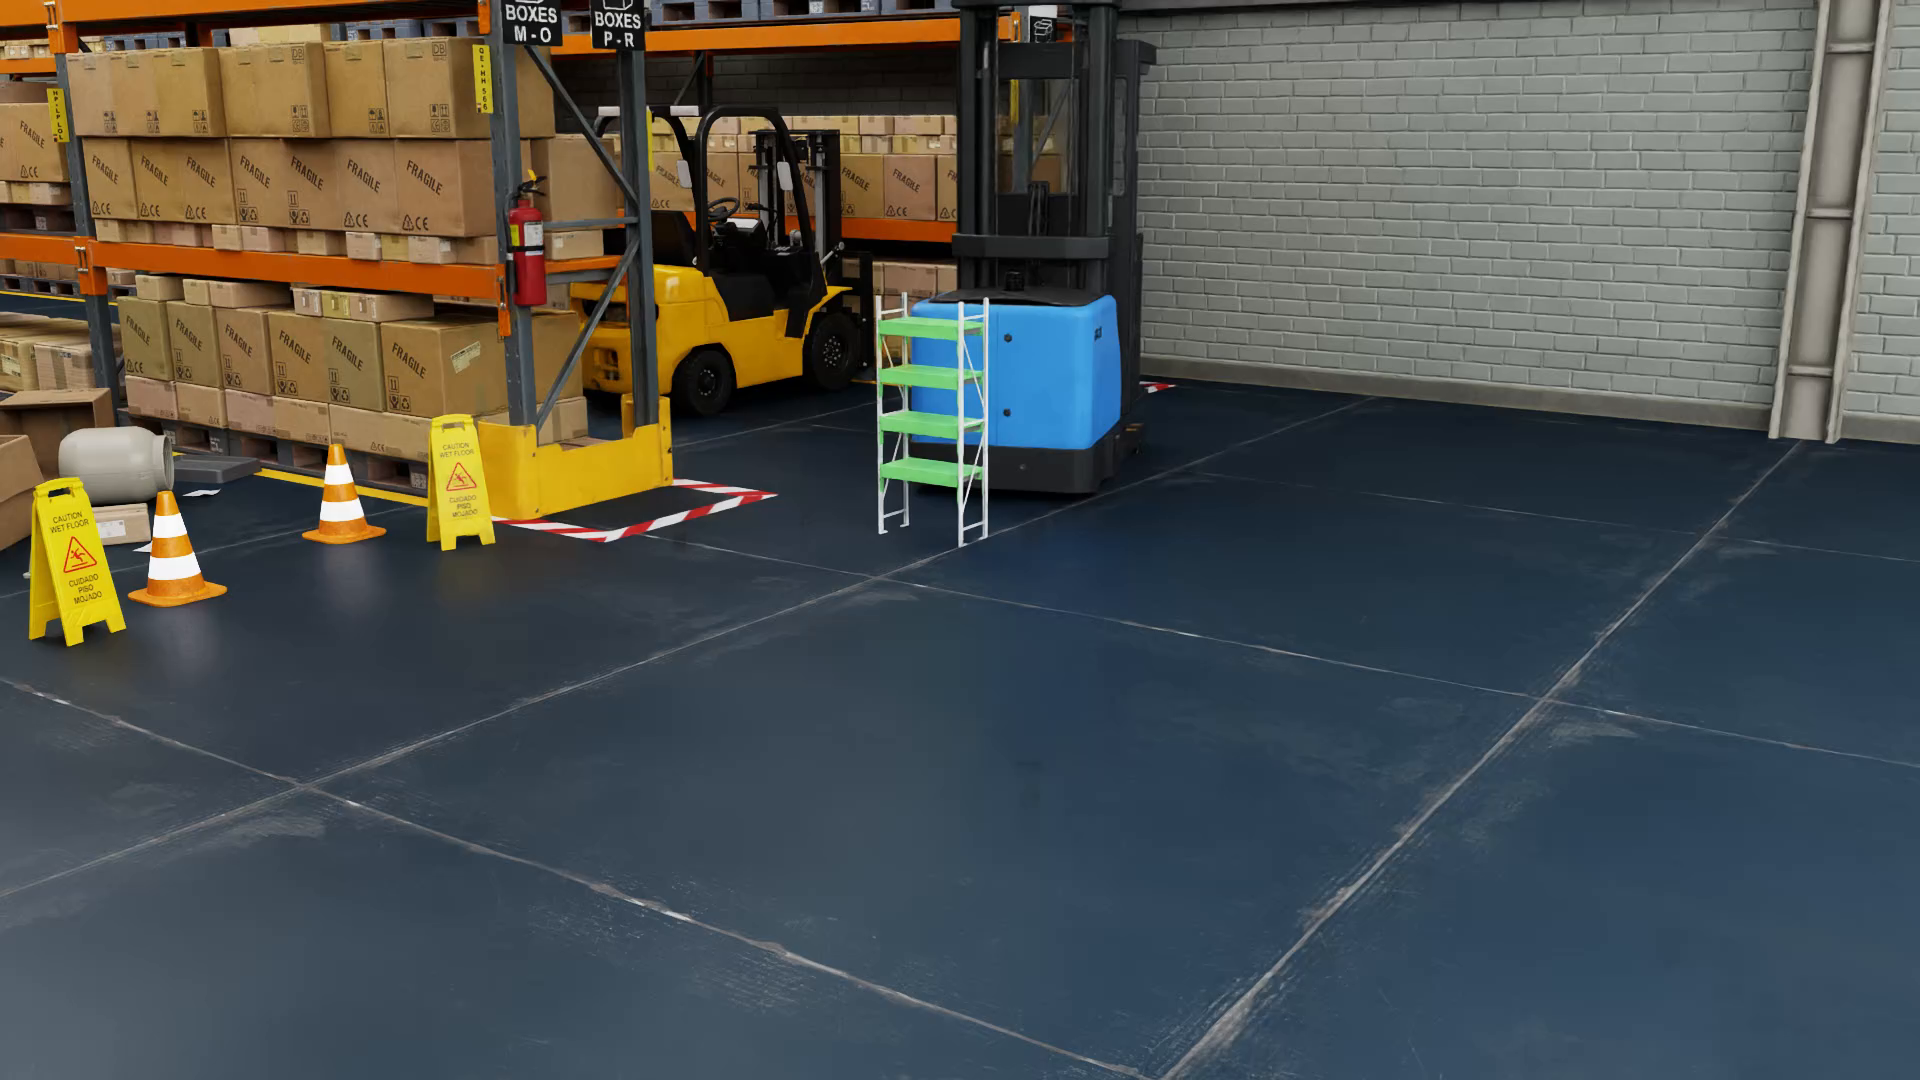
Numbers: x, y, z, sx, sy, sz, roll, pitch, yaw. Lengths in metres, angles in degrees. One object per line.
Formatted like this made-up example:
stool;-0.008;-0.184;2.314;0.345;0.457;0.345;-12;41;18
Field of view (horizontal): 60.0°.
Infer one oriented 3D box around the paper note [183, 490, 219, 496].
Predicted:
paper note;-4.261;-0.270;9.352;0.148;0.019;0.142;3;14;14

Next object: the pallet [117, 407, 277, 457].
pallet;-4.785;-0.781;11.041;1.213;0.211;1.003;9;17;33

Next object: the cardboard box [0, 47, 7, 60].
cardboard box;-11.371;-5.886;20.140;0.250;0.149;0.380;9;16;32

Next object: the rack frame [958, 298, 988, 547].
rack frame;0.065;-0.572;8.136;0.015;1.200;0.240;9;17;33

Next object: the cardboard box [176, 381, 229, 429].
cardboard box;-4.573;-0.885;10.504;0.500;0.250;0.500;10;17;36

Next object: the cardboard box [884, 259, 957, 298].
cardboard box;-0.258;-2.093;13.304;0.500;0.250;0.500;10;17;34

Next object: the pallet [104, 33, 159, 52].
pallet;-8.731;-5.544;18.627;1.003;0.211;1.213;9;17;33

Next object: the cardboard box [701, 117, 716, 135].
cardboard box;-2.012;-3.565;14.304;0.250;0.149;0.380;9;16;32

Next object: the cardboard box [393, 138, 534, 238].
cardboard box;-2.647;-1.892;8.898;0.500;0.500;0.500;9;16;32

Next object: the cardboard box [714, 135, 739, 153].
cardboard box;-1.866;-3.365;14.115;0.250;0.149;0.380;10;17;34

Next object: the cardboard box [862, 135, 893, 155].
cardboard box;-0.576;-3.163;13.301;0.250;0.149;0.380;9;16;31

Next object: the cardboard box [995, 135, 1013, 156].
cardboard box;0.281;-3.026;12.746;0.250;0.149;0.380;9;17;34

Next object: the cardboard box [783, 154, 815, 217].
cardboard box;-1.104;-2.939;13.746;0.500;0.500;0.500;9;17;33

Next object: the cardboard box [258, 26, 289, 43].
cardboard box;-6.892;-5.216;17.220;0.500;0.250;0.500;9;17;33

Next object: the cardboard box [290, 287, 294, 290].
cardboard box;-4.721;-1.425;11.126;0.500;0.500;0.500;9;16;32

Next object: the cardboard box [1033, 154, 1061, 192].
cardboard box;0.469;-2.842;13.354;0.500;0.500;0.500;10;17;35

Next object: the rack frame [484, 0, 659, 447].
rack frame;-2.043;-1.682;8.874;0.127;3.000;1.000;9;17;33

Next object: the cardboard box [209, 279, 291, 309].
cardboard box;-4.300;-1.500;10.079;0.250;0.149;0.380;10;17;36

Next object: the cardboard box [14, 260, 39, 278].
cardboard box;-11.409;-3.585;20.890;0.500;0.500;0.700;10;17;35

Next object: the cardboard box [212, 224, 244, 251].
cardboard box;-4.223;-1.816;9.942;0.250;0.149;0.380;9;17;33

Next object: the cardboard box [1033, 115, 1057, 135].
cardboard box;0.565;-3.267;13.102;0.250;0.149;0.380;9;16;32

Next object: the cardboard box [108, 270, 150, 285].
cardboard box;-9.859;-3.117;19.732;0.250;0.149;0.380;9;16;31

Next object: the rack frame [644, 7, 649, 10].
rack frame;-2.594;-6.120;14.320;0.127;3.000;1.000;9;17;33

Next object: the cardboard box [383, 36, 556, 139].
cardboard box;-2.588;-2.385;8.807;0.500;0.500;0.700;9;16;31

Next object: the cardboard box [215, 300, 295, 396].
cardboard box;-4.143;-1.179;10.131;0.500;0.500;0.500;10;17;36

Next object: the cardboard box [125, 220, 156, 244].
cardboard box;-5.041;-1.966;10.547;0.250;0.149;0.380;10;17;34

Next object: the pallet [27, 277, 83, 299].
pallet;-10.818;-3.183;20.743;1.213;0.211;1.003;9;17;33

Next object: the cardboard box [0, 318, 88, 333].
cardboard box;-6.975;-1.405;12.350;0.625;0.372;0.950;10;17;35

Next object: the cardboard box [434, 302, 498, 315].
cardboard box;-3.014;-1.150;10.016;0.500;0.500;0.500;8;16;31

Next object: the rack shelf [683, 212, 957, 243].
rack shelf;-0.935;-2.591;14.044;4.000;0.370;1.077;9;17;33

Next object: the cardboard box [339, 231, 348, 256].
cardboard box;-3.310;-1.709;9.506;0.250;0.149;0.380;9;17;34

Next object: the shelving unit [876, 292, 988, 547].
shelving unit;-0.137;-0.605;8.269;0.503;1.200;0.258;9;17;33

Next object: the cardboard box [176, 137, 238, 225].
cardboard box;-4.313;-2.164;9.995;0.500;0.500;0.500;9;17;32

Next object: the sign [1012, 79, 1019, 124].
sign;0.410;-3.243;12.277;0.005;0.325;0.100;9;17;33

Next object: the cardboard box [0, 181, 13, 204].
cardboard box;-6.386;-2.380;11.345;0.250;0.149;0.380;9;16;32

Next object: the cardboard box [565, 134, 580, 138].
cardboard box;-3.400;-3.648;15.257;0.250;0.149;0.380;9;17;33

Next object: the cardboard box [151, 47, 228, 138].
cardboard box;-4.304;-2.648;9.872;0.500;0.500;0.700;9;16;32

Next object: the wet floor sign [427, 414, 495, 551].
wet floor sign;-2.482;-0.300;8.192;0.267;0.644;0.232;-10;17;-35

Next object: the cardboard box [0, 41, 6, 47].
cardboard box;-11.485;-6.096;20.157;0.500;0.250;0.500;9;16;31

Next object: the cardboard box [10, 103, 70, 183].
cardboard box;-5.873;-2.631;11.008;0.500;0.500;0.500;9;16;32

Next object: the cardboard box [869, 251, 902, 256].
cardboard box;-0.815;-2.334;14.277;0.500;0.250;0.500;9;16;32

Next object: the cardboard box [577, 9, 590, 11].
cardboard box;-3.464;-4.957;15.306;0.250;0.149;0.380;9;17;33

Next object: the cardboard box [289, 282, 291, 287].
cardboard box;-7.230;-2.888;18.075;0.500;0.500;0.500;10;17;35

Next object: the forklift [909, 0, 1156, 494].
forklift;0.580;-1.984;10.237;1.130;2.935;3.031;4;14;14

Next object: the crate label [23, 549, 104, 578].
crate label;-4.144;0.081;7.710;0.298;0.136;0.250;1;14;4

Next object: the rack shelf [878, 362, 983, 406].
rack shelf;-0.137;-0.776;8.226;0.480;0.148;0.258;9;17;33

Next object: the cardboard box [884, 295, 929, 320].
cardboard box;-0.264;-1.856;13.386;0.500;0.250;0.500;9;17;32

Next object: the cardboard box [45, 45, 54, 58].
cardboard box;-10.522;-5.751;19.594;0.250;0.149;0.380;10;17;35

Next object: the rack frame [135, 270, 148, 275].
rack frame;-9.233;-4.281;19.375;0.127;3.000;1.000;9;17;33

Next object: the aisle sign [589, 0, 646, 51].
aisle sign;-1.818;-2.997;8.778;0.004;0.787;0.394;9;17;33

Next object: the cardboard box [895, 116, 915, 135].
cardboard box;-0.309;-3.290;13.196;0.250;0.149;0.380;9;17;33

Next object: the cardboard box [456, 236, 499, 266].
cardboard box;-2.472;-1.567;8.934;0.250;0.149;0.380;10;17;35

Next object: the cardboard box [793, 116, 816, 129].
cardboard box;-1.166;-3.427;13.749;0.250;0.149;0.380;9;17;33

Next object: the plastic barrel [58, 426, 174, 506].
plastic barrel;-4.601;-0.406;9.083;0.512;0.421;0.421;-4;14;-16

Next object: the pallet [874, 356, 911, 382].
pallet;0.067;-1.413;13.590;1.213;0.211;1.003;9;17;33

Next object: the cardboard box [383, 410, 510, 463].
cardboard box;-2.883;-0.609;9.388;0.500;0.250;0.500;9;17;33

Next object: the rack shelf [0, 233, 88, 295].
rack shelf;-7.021;-2.137;12.211;4.000;0.370;1.077;9;17;33
